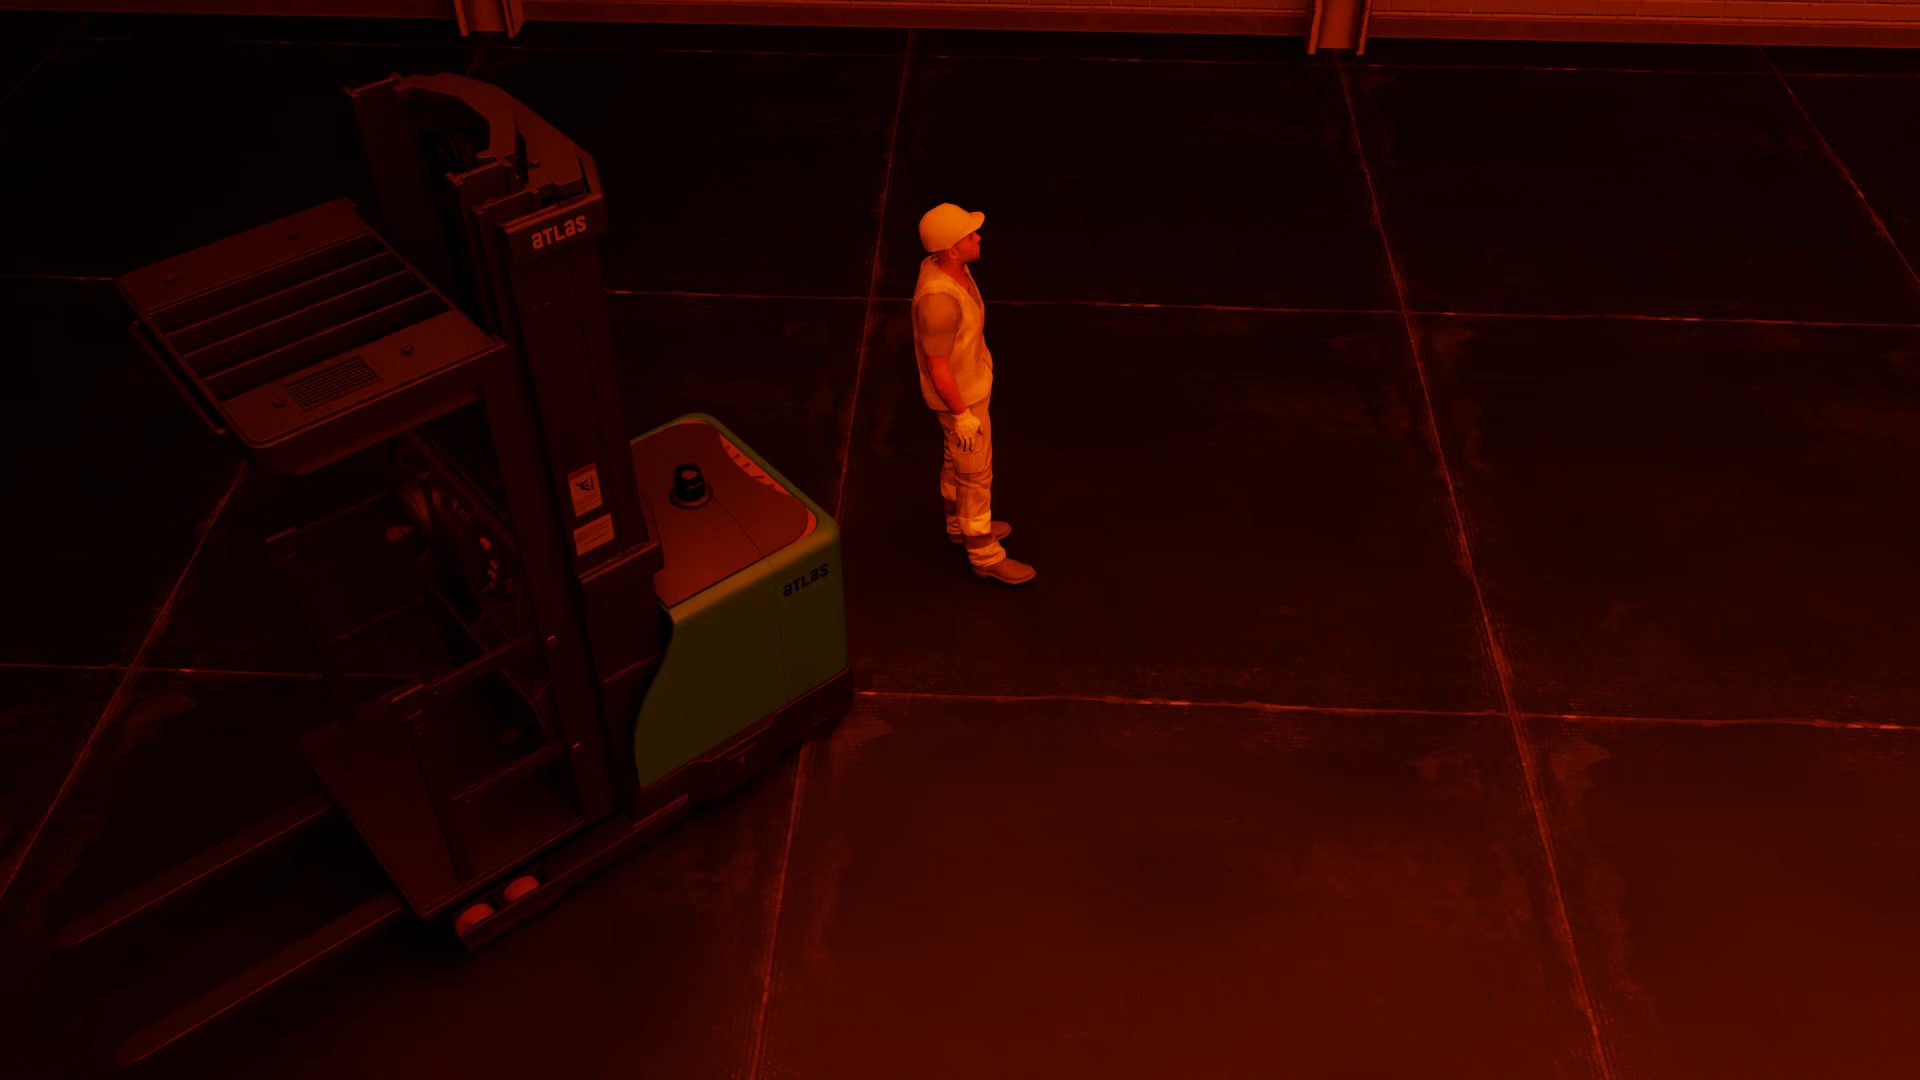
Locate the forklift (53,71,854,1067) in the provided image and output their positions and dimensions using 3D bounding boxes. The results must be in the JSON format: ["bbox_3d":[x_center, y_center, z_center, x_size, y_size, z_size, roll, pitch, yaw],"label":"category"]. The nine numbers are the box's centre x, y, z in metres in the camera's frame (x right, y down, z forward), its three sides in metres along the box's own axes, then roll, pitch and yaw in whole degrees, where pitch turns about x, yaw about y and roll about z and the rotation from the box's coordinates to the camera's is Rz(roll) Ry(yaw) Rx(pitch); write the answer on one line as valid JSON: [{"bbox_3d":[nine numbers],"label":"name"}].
[{"bbox_3d":[-1.904,0.040,5.698,3.031,2.935,1.130,-29,50,-28],"label":"forklift"}]

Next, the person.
[{"bbox_3d":[0.080,-0.656,7.298,0.562,1.789,0.638,2,42,2],"label":"person"}]
